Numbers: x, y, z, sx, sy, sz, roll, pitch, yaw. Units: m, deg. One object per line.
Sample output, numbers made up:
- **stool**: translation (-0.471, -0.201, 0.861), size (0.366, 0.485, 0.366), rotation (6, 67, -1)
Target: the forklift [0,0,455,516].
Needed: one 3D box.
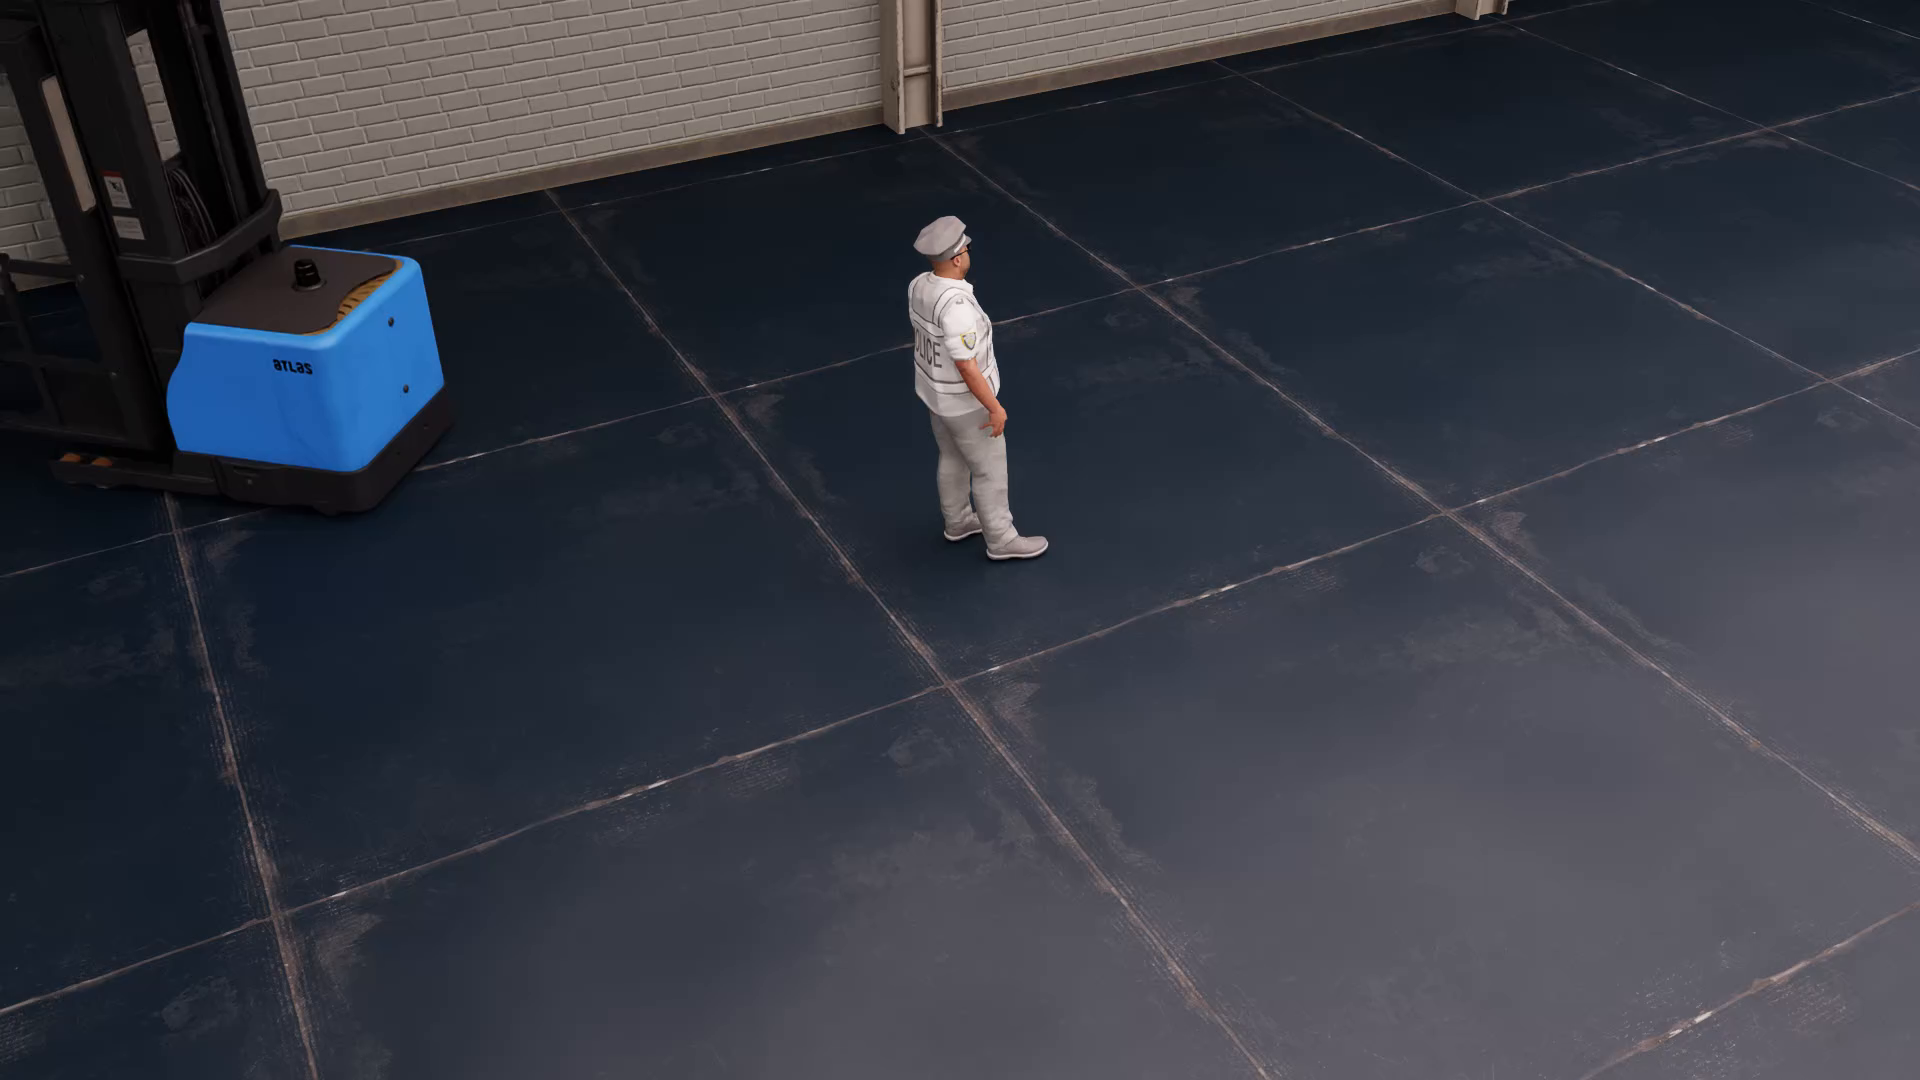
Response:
- **forklift**: translation (-4.462, -1.765, 8.620), size (3.031, 2.935, 1.130), rotation (8, 36, 11)

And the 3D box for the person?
- **person**: translation (0.074, -0.749, 8.165), size (0.574, 1.780, 0.641), rotation (-17, 39, -23)
